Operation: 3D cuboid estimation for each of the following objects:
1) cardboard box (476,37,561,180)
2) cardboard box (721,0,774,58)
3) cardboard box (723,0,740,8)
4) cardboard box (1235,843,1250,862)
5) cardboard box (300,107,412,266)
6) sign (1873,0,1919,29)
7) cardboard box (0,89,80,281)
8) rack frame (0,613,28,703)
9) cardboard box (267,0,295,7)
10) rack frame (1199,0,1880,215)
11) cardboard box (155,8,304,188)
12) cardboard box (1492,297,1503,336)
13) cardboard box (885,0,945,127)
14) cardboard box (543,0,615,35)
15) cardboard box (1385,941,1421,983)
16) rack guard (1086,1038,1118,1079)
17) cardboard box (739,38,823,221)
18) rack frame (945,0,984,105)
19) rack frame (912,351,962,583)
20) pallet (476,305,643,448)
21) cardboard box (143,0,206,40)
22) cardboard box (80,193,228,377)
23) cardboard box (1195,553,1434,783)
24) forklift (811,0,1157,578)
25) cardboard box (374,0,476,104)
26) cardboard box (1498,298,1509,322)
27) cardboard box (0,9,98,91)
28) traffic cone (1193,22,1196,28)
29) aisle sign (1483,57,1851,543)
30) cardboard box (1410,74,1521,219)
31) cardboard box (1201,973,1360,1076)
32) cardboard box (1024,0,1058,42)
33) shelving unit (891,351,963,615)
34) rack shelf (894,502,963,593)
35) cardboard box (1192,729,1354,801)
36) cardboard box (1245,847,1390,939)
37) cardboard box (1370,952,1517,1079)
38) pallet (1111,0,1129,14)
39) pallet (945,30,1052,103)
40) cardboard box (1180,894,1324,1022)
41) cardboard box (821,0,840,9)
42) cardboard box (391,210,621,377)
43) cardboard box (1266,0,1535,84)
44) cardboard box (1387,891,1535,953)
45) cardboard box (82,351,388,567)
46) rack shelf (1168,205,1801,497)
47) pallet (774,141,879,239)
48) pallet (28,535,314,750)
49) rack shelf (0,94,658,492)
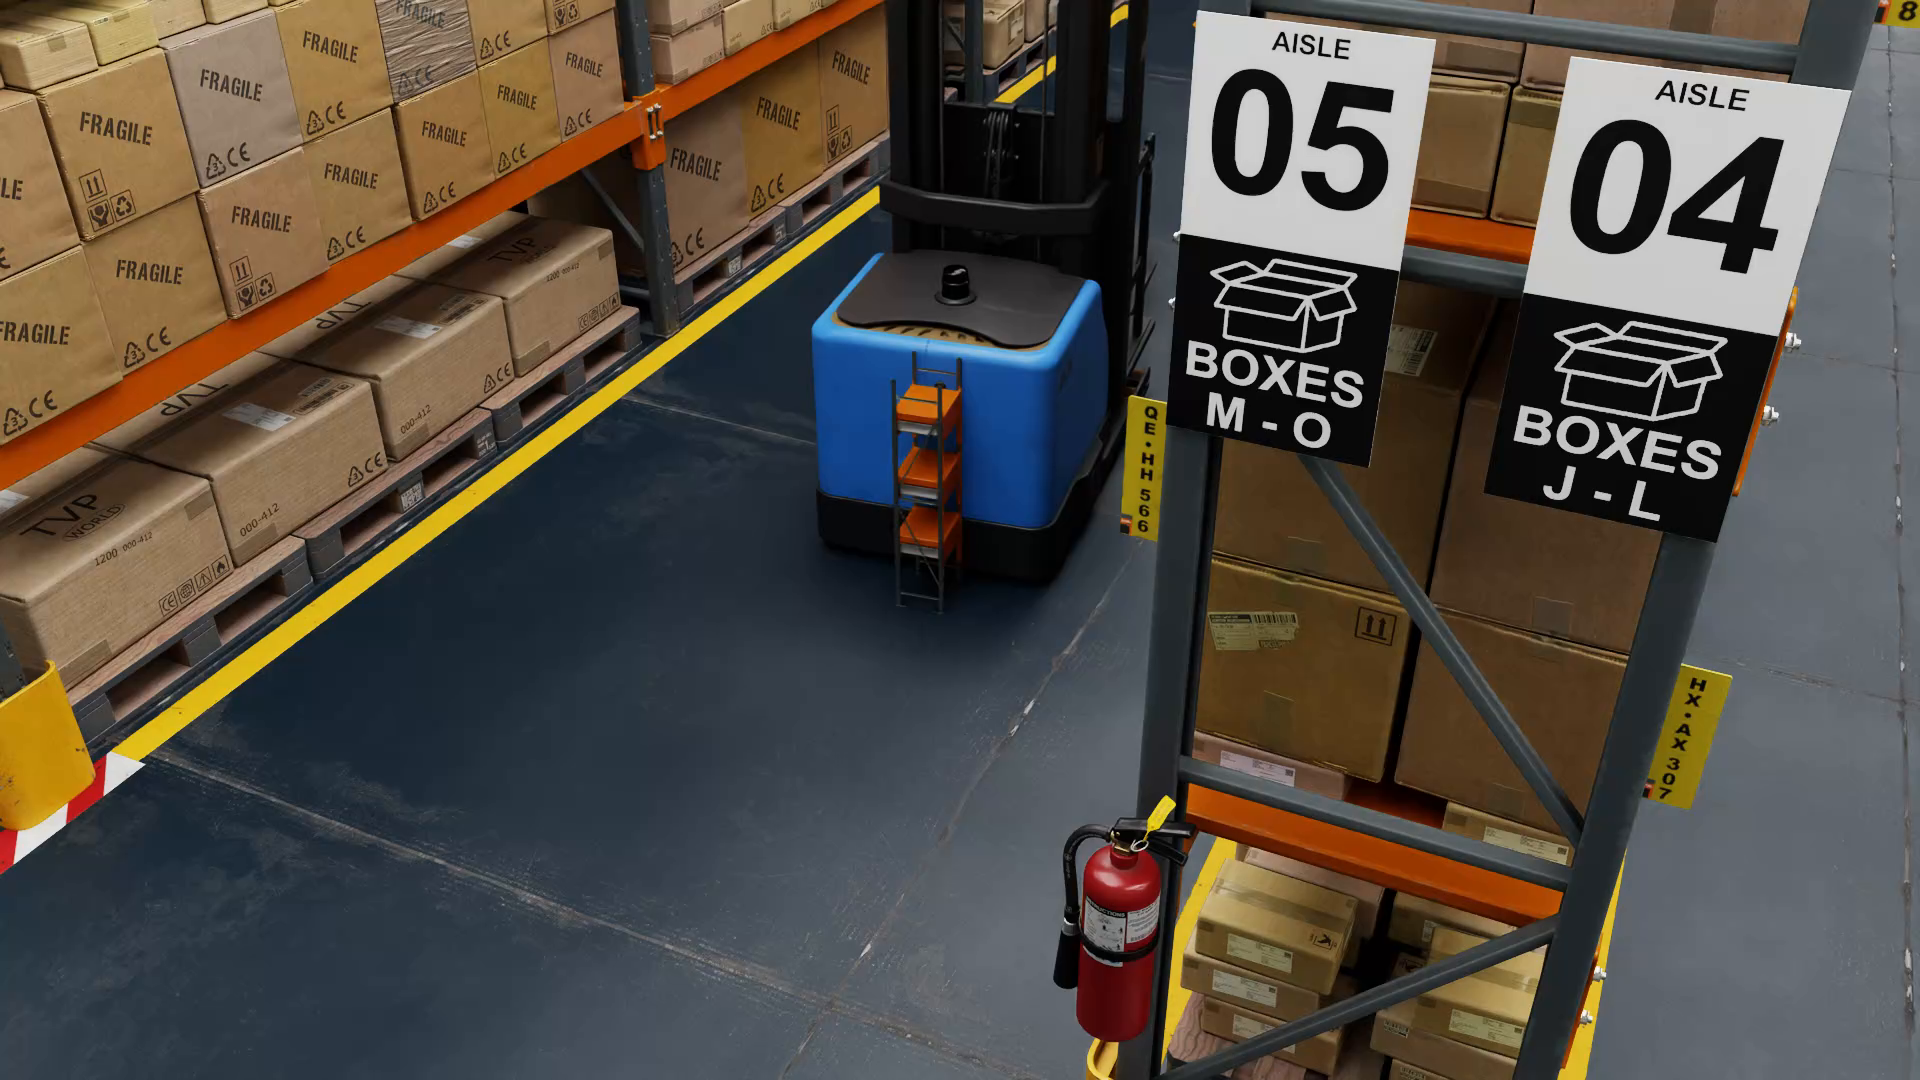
[{"bbox_3d":[-2.159,-1.959,7.412,0.500,0.500,0.500,13,36,19],"label":"cardboard box"},{"bbox_3d":[-1.348,-2.819,8.950,0.500,0.250,0.500,13,36,19],"label":"cardboard box"},{"bbox_3d":[-1.354,-3.032,8.819,0.500,0.250,0.500,15,36,21],"label":"cardboard box"},{"bbox_3d":[1.055,0.917,5.061,0.380,0.149,0.250,13,35,19],"label":"cardboard box"},{"bbox_3d":[-2.589,-1.448,6.632,0.500,0.500,0.500,15,36,22],"label":"cardboard box"},{"bbox_3d":[1.371,-0.883,2.328,0.100,0.325,0.005,14,36,20],"label":"sign"},{"bbox_3d":[-3.201,-1.106,5.199,0.500,0.500,0.500,13,36,19],"label":"cardboard box"},{"bbox_3d":[-3.661,-0.473,5.235,1.000,3.000,0.127,14,36,20],"label":"rack frame"},{"bbox_3d":[-2.574,-2.080,6.092,0.380,0.149,0.250,13,36,19],"label":"cardboard box"},{"bbox_3d":[0.878,-1.896,1.935,1.000,3.000,0.127,14,36,20],"label":"rack frame"},{"bbox_3d":[-2.783,-1.623,5.987,0.500,0.500,0.500,14,36,20],"label":"cardboard box"},{"bbox_3d":[1.055,-0.509,4.016,0.500,0.500,0.500,13,35,19],"label":"cardboard box"},{"bbox_3d":[-0.678,-3.419,11.283,0.875,0.875,0.875,14,36,20],"label":"cardboard box"},{"bbox_3d":[-1.934,-2.626,7.517,0.500,0.500,0.500,14,36,20],"label":"cardboard box"},{"bbox_3d":[1.423,1.293,4.760,0.380,0.149,0.250,14,36,20],"label":"cardboard box"},{"bbox_3d":[0.909,1.620,4.323,1.175,0.500,0.348,14,36,20],"label":"rack guard"},{"bbox_3d":[-1.430,-2.531,9.929,0.875,0.875,0.875,15,36,22],"label":"cardboard box"},{"bbox_3d":[-0.314,-4.457,11.312,1.000,3.000,0.127,14,36,20],"label":"rack frame"},{"bbox_3d":[-0.091,-0.278,6.716,0.200,1.050,0.008,10,34,14],"label":"rack frame"},{"bbox_3d":[-2.376,-0.938,8.488,1.003,0.211,1.213,14,36,20],"label":"pallet"},{"bbox_3d":[-2.847,-1.845,5.734,0.380,0.149,0.250,15,36,21],"label":"cardboard box"},{"bbox_3d":[-3.013,-0.946,5.866,0.500,0.500,0.500,14,36,20],"label":"cardboard box"},{"bbox_3d":[0.832,0.164,3.902,0.500,0.500,0.500,15,36,21],"label":"cardboard box"},{"bbox_3d":[0.316,-1.869,7.428,1.130,2.935,3.031,10,34,14],"label":"forklift"},{"bbox_3d":[-2.358,-2.120,6.744,0.500,0.500,0.500,15,36,21],"label":"cardboard box"},{"bbox_3d":[1.512,-0.387,3.831,0.500,0.500,0.500,15,36,22],"label":"cardboard box"},{"bbox_3d":[-3.003,-1.567,5.310,0.380,0.149,0.250,15,36,22],"label":"cardboard box"},{"bbox_3d":[2.113,-4.449,13.614,0.336,0.463,0.334,14,36,20],"label":"traffic cone"},{"bbox_3d":[1.120,-0.369,2.707,0.394,0.787,0.004,14,36,20],"label":"aisle sign"},{"bbox_3d":[0.828,-0.866,3.237,0.500,0.250,0.500,13,36,19],"label":"cardboard box"},{"bbox_3d":[0.908,1.319,4.719,0.380,0.149,0.250,15,36,21],"label":"cardboard box"},{"bbox_3d":[0.233,-4.182,12.906,0.950,0.372,0.625,13,36,20],"label":"cardboard box"},{"bbox_3d":[-0.127,-0.214,6.618,0.215,1.050,0.252,10,34,14],"label":"shelving unit"},{"bbox_3d":[-0.127,0.028,6.777,0.215,0.259,0.240,10,34,14],"label":"rack shelf"},{"bbox_3d":[0.757,0.491,3.995,0.380,0.149,0.250,14,36,21],"label":"cardboard box"},{"bbox_3d":[1.026,0.947,4.745,0.380,0.149,0.250,15,36,21],"label":"cardboard box"},{"bbox_3d":[1.330,1.303,4.473,0.380,0.149,0.250,16,36,22],"label":"cardboard box"},{"bbox_3d":[1.035,-4.895,14.523,1.003,0.211,1.213,14,36,20],"label":"pallet"},{"bbox_3d":[0.015,-3.680,12.669,1.003,0.211,1.213,14,36,20],"label":"pallet"},{"bbox_3d":[0.839,1.177,4.666,0.380,0.149,0.250,13,36,19],"label":"cardboard box"},{"bbox_3d":[-0.902,-3.317,9.710,0.500,0.250,0.500,14,36,20],"label":"cardboard box"},{"bbox_3d":[-2.347,-1.281,8.421,0.875,0.438,0.875,14,36,20],"label":"cardboard box"},{"bbox_3d":[0.839,-1.076,3.101,0.500,0.250,0.500,13,35,19],"label":"cardboard box"},{"bbox_3d":[1.411,1.033,4.614,0.380,0.149,0.250,15,36,21],"label":"cardboard box"},{"bbox_3d":[-3.100,-0.386,7.057,0.875,0.438,0.875,15,36,22],"label":"cardboard box"},{"bbox_3d":[1.714,-1.337,4.474,1.077,0.370,4.000,14,36,20],"label":"rack shelf"},{"bbox_3d":[-1.224,-2.310,10.580,1.003,0.211,1.213,14,36,20],"label":"pallet"},{"bbox_3d":[-3.397,0.277,6.635,1.003,0.211,1.213,14,36,20],"label":"pallet"},{"bbox_3d":[-2.824,-1.168,6.952,1.077,0.370,4.000,14,36,20],"label":"rack shelf"}]
